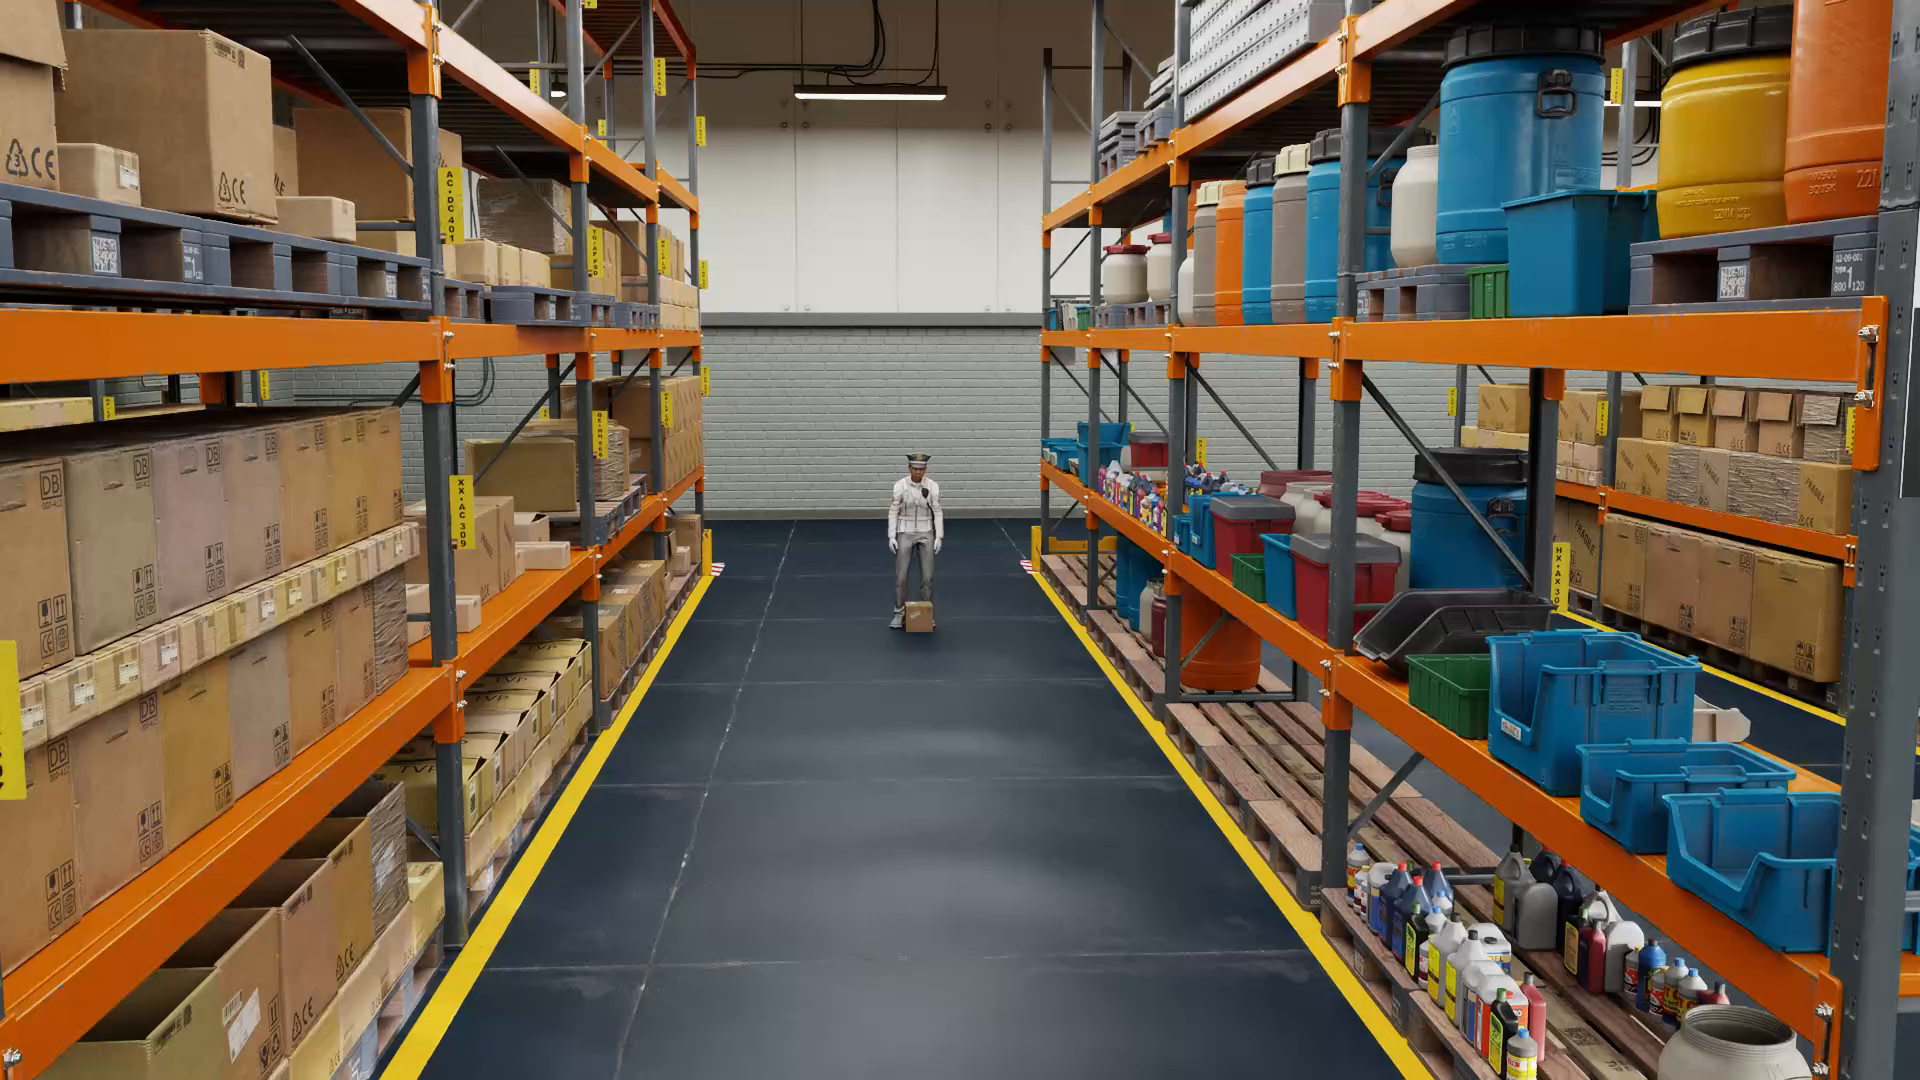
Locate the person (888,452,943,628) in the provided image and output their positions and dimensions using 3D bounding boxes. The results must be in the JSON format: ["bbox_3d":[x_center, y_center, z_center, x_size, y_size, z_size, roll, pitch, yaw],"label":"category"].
[{"bbox_3d":[-0.421,-0.007,15.797,0.526,1.662,0.374,-1,7,-4],"label":"person"}]
